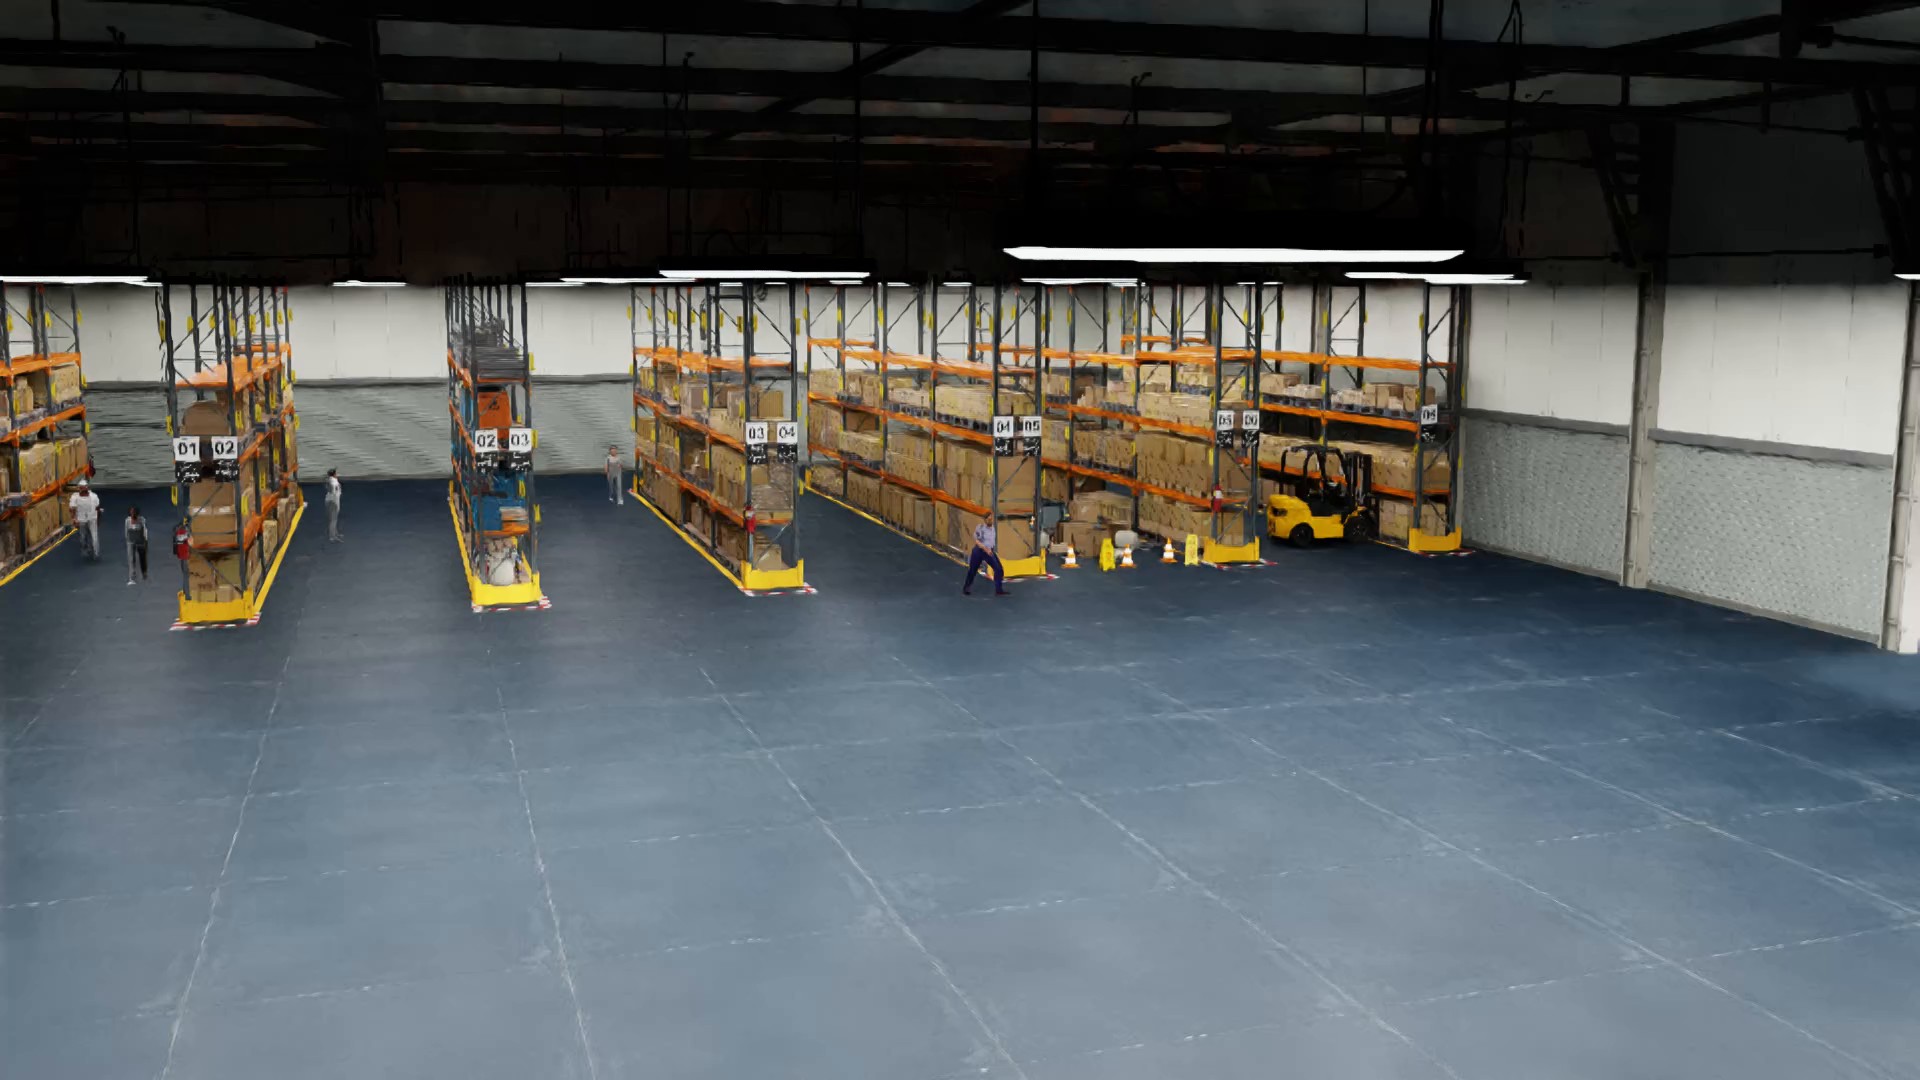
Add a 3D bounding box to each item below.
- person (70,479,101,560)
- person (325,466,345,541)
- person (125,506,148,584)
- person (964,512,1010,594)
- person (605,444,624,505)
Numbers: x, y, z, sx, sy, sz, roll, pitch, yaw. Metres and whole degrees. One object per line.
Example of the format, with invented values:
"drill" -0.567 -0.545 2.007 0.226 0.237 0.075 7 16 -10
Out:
"person" -18.562 -0.444 35.309 0.571 1.706 1.033 -4 10 -26
"person" -14.276 -0.844 38.010 0.434 1.684 0.554 -7 11 -40
"person" -16.090 0.067 32.523 0.415 1.517 1.041 -3 9 -21
"person" 0.466 0.245 31.234 0.660 1.566 0.811 -6 11 -36
"person" -9.233 -1.765 44.369 0.446 1.590 1.109 -2 9 -15
